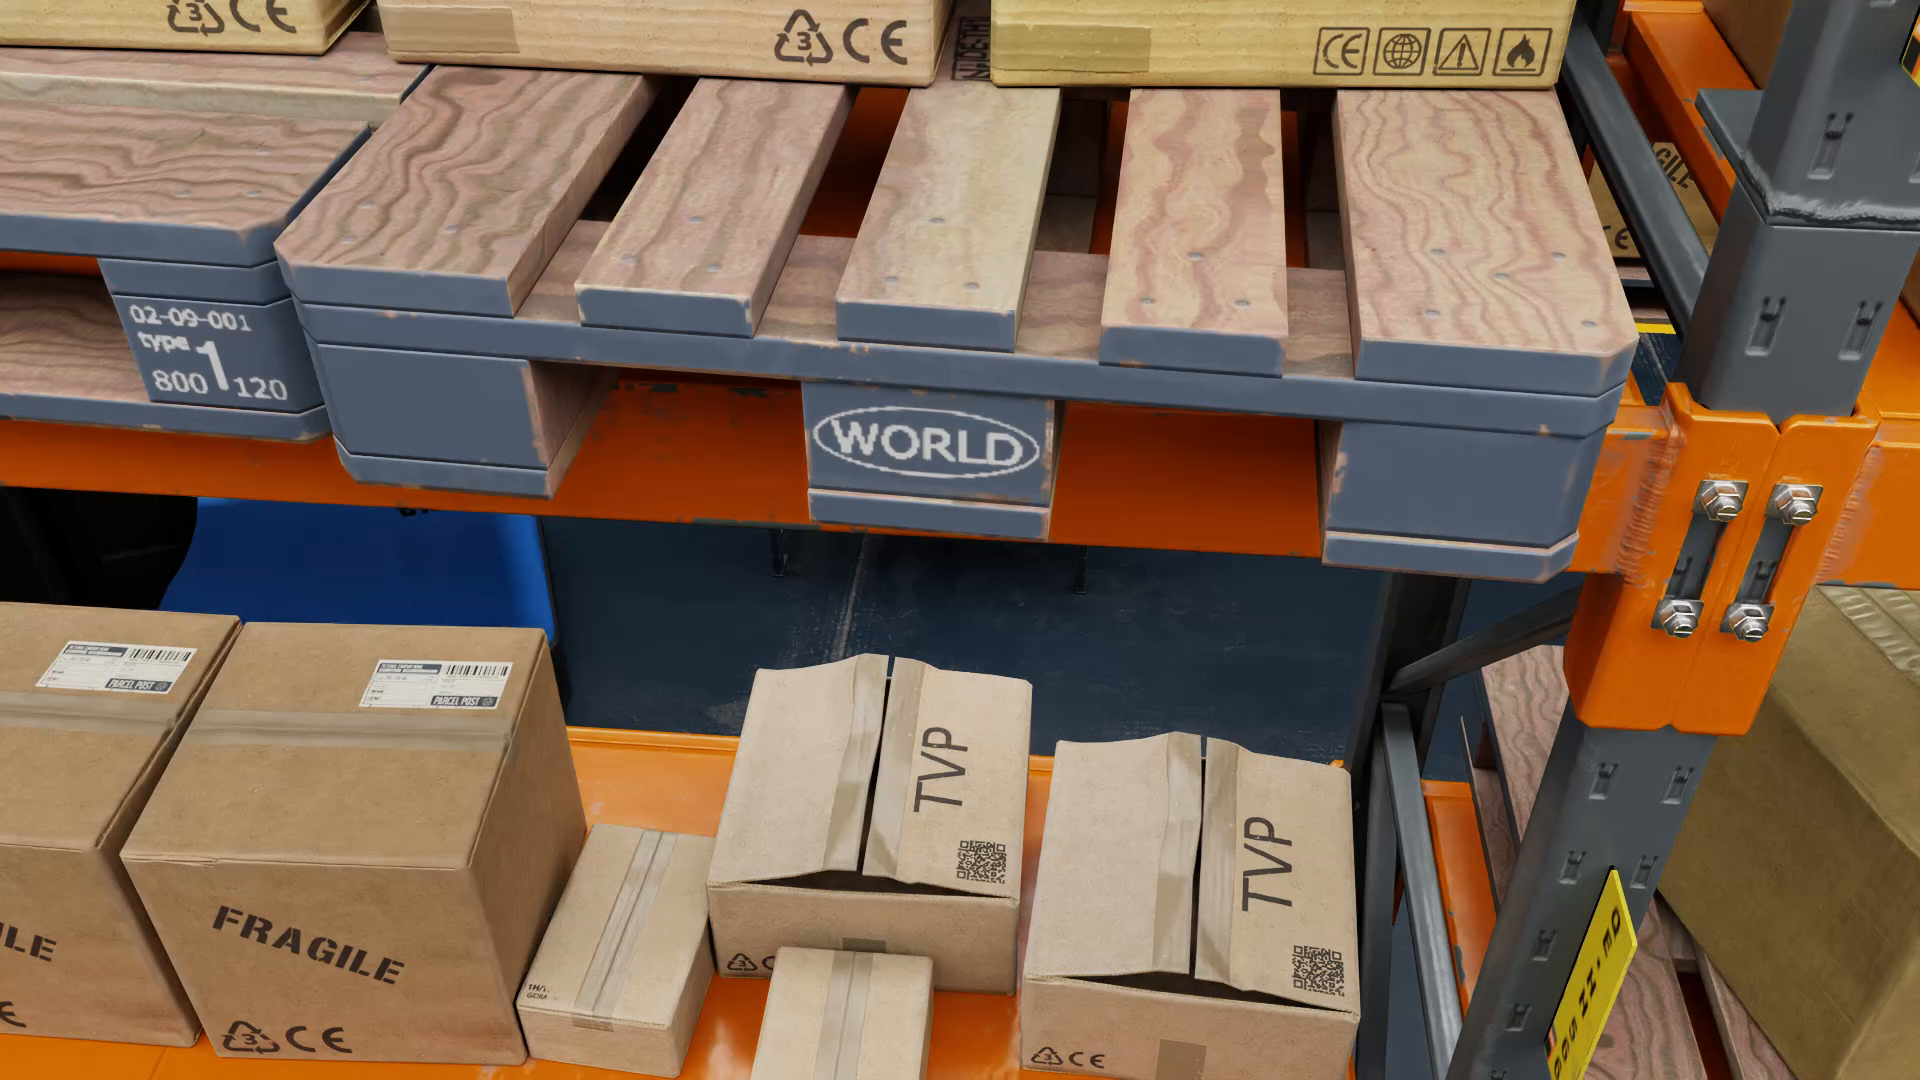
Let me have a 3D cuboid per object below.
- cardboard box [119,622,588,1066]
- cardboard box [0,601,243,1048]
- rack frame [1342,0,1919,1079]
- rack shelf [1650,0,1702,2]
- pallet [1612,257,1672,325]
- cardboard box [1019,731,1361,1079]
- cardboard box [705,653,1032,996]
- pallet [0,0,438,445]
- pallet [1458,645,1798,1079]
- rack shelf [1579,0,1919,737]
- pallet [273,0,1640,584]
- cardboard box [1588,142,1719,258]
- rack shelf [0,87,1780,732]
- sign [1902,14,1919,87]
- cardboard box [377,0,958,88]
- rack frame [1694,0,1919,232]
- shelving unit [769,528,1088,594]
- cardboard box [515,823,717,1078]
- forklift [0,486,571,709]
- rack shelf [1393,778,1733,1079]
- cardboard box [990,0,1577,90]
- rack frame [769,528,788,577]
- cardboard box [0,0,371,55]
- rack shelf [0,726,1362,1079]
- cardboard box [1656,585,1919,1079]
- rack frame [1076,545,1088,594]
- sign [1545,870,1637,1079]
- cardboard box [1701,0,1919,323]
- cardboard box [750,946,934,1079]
[{"bbox_3d":[-0.937,0.487,2.697,0.500,0.500,0.500,1,39,1],"label":"cardboard box"},{"bbox_3d":[-1.461,0.458,2.732,0.500,0.500,0.500,3,39,4],"label":"cardboard box"},{"bbox_3d":[0.737,0.607,2.629,0.127,3.000,1.000,3,39,4],"label":"rack frame"},{"bbox_3d":[3.153,-2.121,6.550,4.000,0.370,1.077,3,39,4],"label":"rack shelf"},{"bbox_3d":[3.151,-1.269,7.142,1.213,0.211,1.003,3,39,4],"label":"pallet"},{"bbox_3d":[0.378,0.594,2.715,0.500,0.311,0.500,5,39,7],"label":"cardboard box"},{"bbox_3d":[-0.138,0.471,2.866,0.500,0.311,0.500,3,39,3],"label":"cardboard box"},{"bbox_3d":[-1.062,-0.523,1.790,1.213,0.211,1.003,5,39,6],"label":"pallet"},{"bbox_3d":[1.418,0.674,2.698,1.003,0.211,1.213,3,39,4],"label":"pallet"},{"bbox_3d":[2.729,-0.169,1.775,4.000,0.370,1.077,3,39,4],"label":"rack shelf"},{"bbox_3d":[0.053,-0.464,1.718,1.003,0.211,1.213,5,39,6],"label":"pallet"},{"bbox_3d":[2.754,-1.664,6.788,0.750,0.750,0.750,3,39,4],"label":"cardboard box"},{"bbox_3d":[-1.256,-0.387,2.043,4.000,0.370,1.077,3,39,4],"label":"rack shelf"},{"bbox_3d":[0.681,-0.439,1.065,0.005,0.325,0.100,3,39,4],"label":"sign"},{"bbox_3d":[-0.244,-0.668,1.605,0.500,0.250,0.500,4,39,5],"label":"cardboard box"},{"bbox_3d":[0.737,-1.720,0.735,0.127,3.000,1.000,3,39,4],"label":"rack frame"},{"bbox_3d":[-0.085,-0.586,5.282,1.048,1.500,0.538,3,39,4],"label":"shelving unit"},{"bbox_3d":[-0.539,0.670,2.750,0.250,0.149,0.380,6,40,7],"label":"cardboard box"},{"bbox_3d":[-2.758,-0.600,4.165,3.031,2.935,1.130,-11,40,-13],"label":"forklift"},{"bbox_3d":[2.729,0.994,2.722,4.000,0.370,1.077,3,39,4],"label":"rack shelf"},{"bbox_3d":[0.280,-0.651,1.583,0.500,0.250,0.500,0,39,1],"label":"cardboard box"},{"bbox_3d":[-0.591,-0.614,5.316,0.032,1.500,0.500,3,39,4],"label":"rack frame"},{"bbox_3d":[-0.813,-0.706,1.652,0.500,0.250,0.500,2,39,3],"label":"cardboard box"},{"bbox_3d":[-1.256,0.777,2.990,4.000,0.370,1.077,3,39,4],"label":"rack shelf"},{"bbox_3d":[1.374,0.368,2.510,0.500,0.500,0.700,-9,40,-11],"label":"cardboard box"},{"bbox_3d":[0.421,-0.559,5.248,0.032,1.500,0.500,3,39,4],"label":"rack frame"},{"bbox_3d":[0.692,0.507,1.834,0.005,0.325,0.100,3,39,4],"label":"sign"},{"bbox_3d":[1.174,-0.593,1.647,0.500,0.500,0.910,3,39,4],"label":"cardboard box"},{"bbox_3d":[-0.183,0.829,2.555,0.250,0.149,0.380,3,39,4],"label":"cardboard box"}]
